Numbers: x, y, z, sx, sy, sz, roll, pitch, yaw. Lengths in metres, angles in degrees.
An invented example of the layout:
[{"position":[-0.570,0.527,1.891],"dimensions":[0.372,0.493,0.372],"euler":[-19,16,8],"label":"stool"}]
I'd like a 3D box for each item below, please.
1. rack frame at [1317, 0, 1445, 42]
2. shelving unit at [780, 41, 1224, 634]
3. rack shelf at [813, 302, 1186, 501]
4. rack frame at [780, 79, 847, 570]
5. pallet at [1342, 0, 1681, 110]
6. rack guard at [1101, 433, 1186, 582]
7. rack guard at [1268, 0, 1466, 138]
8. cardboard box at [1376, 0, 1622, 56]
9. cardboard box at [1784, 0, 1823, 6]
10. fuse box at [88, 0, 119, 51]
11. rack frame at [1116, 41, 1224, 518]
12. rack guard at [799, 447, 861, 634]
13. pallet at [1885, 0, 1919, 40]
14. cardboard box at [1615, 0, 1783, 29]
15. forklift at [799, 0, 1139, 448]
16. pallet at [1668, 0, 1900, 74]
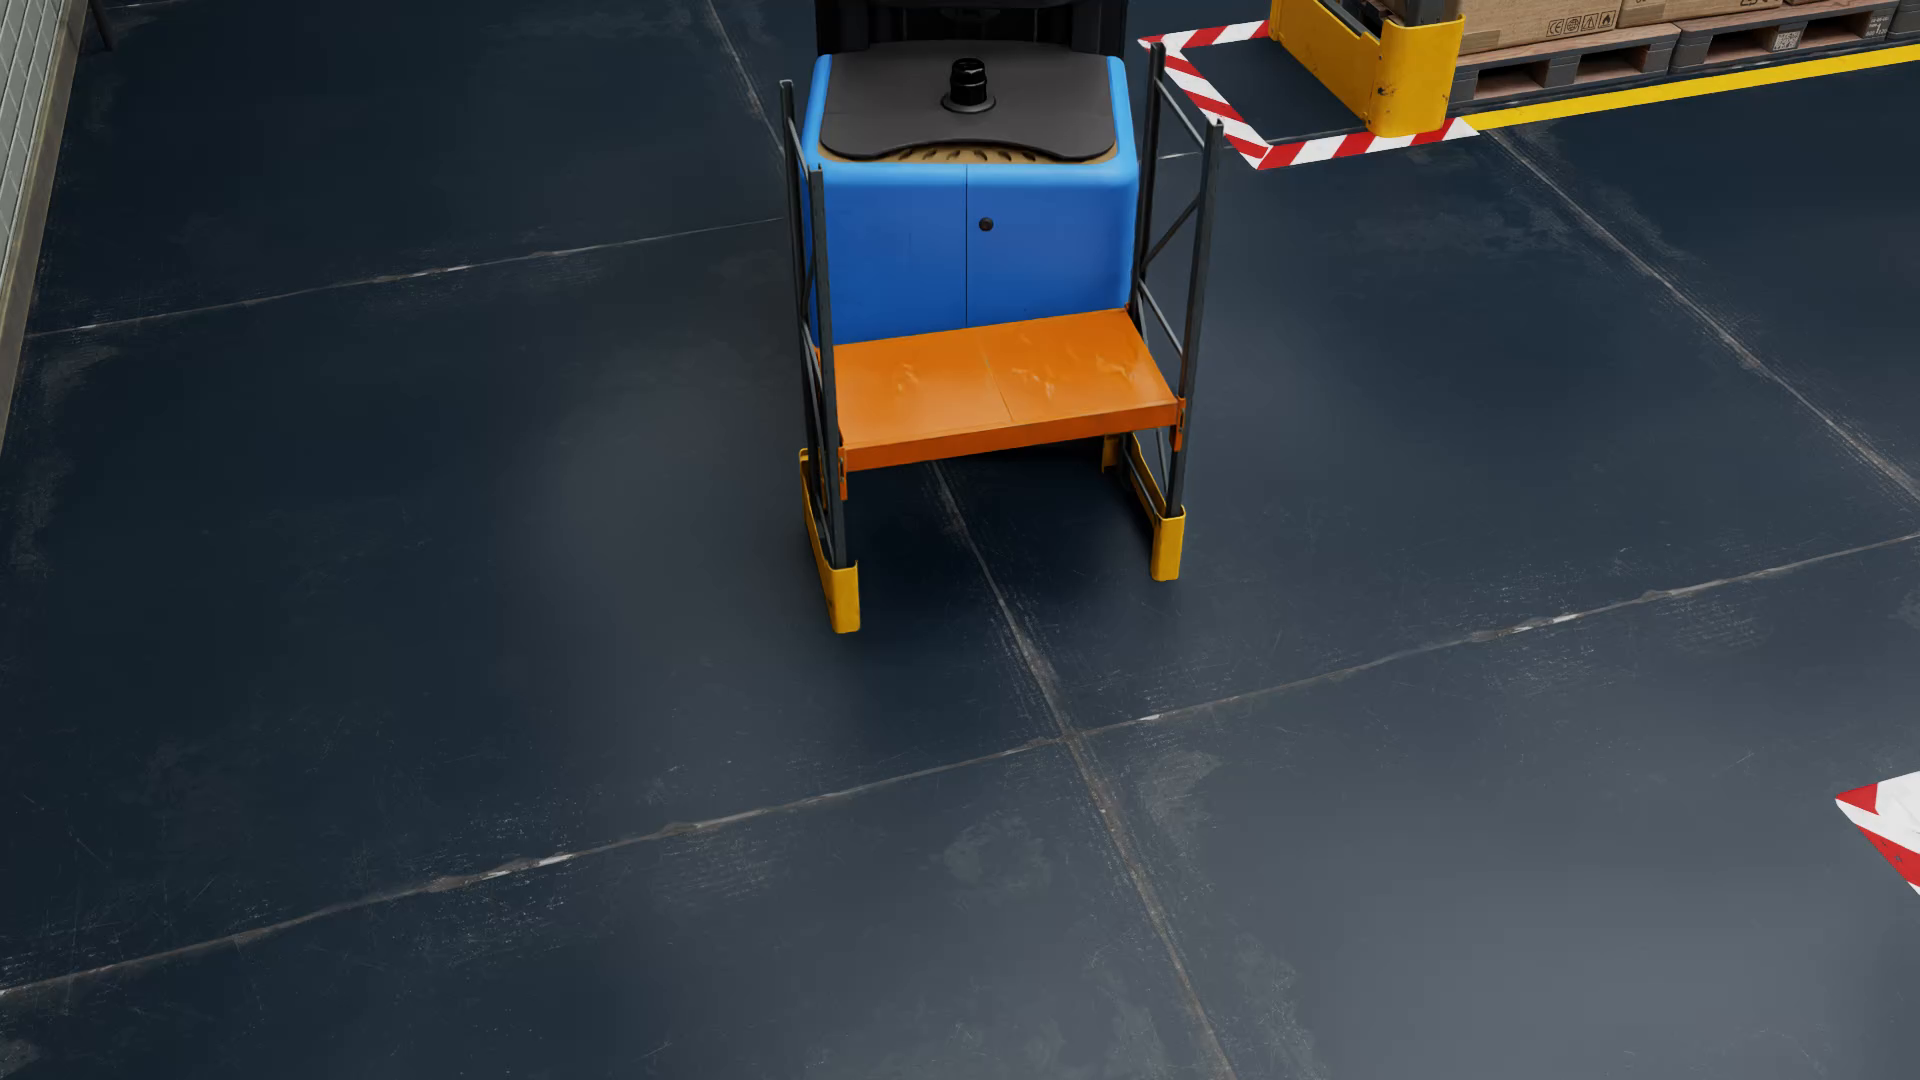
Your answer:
[{"position":[1.837,-3.278,6.723],"dimensions":[0.127,3.000,1.000],"euler":[-12,42,-13],"label":"rack frame"},{"position":[0.086,-0.552,4.742],"dimensions":[1.083,1.500,0.587],"euler":[-9,42,-10],"label":"shelving unit"},{"position":[0.095,-0.418,4.862],"dimensions":[1.000,0.185,0.538],"euler":[-9,42,-10],"label":"rack shelf"},{"position":[-0.400,-0.477,4.656],"dimensions":[0.032,1.500,0.500],"euler":[-9,42,-10],"label":"rack frame"},{"position":[2.576,-2.435,7.877],"dimensions":[1.213,0.211,1.003],"euler":[-12,42,-13],"label":"pallet"},{"position":[0.571,-0.156,5.239],"dimensions":[0.087,0.250,0.587],"euler":[-9,42,-10],"label":"rack guard"},{"position":[1.814,-2.332,7.540],"dimensions":[0.348,0.500,1.175],"euler":[-12,42,-13],"label":"rack guard"},{"position":[2.436,-2.665,7.649],"dimensions":[0.875,0.438,0.875],"euler":[-13,43,-15],"label":"cardboard box"},{"position":[4.167,-3.028,8.064],"dimensions":[0.875,0.438,0.875],"euler":[-13,43,-14],"label":"cardboard box"},{"position":[-4.027,-3.011,7.396],"dimensions":[0.414,1.711,0.539],"euler":[-12,42,-13],"label":"fuse box"},{"position":[0.590,-0.630,4.831],"dimensions":[0.032,1.500,0.500],"euler":[-9,42,-10],"label":"rack frame"},{"position":[-0.399,-0.007,5.068],"dimensions":[0.087,0.250,0.587],"euler":[-9,42,-10],"label":"rack guard"},{"position":[4.903,-2.918,8.429],"dimensions":[1.213,0.211,1.003],"euler":[-12,42,-13],"label":"pallet"},{"position":[3.306,-2.851,7.862],"dimensions":[0.875,0.438,0.875],"euler":[-11,42,-12],"label":"cardboard box"},{"position":[0.042,-2.352,5.714],"dimensions":[1.130,2.935,3.031],"euler":[1,41,1],"label":"forklift"},{"position":[3.737,-2.674,8.150],"dimensions":[1.213,0.211,1.003],"euler":[-12,42,-13],"label":"pallet"}]
